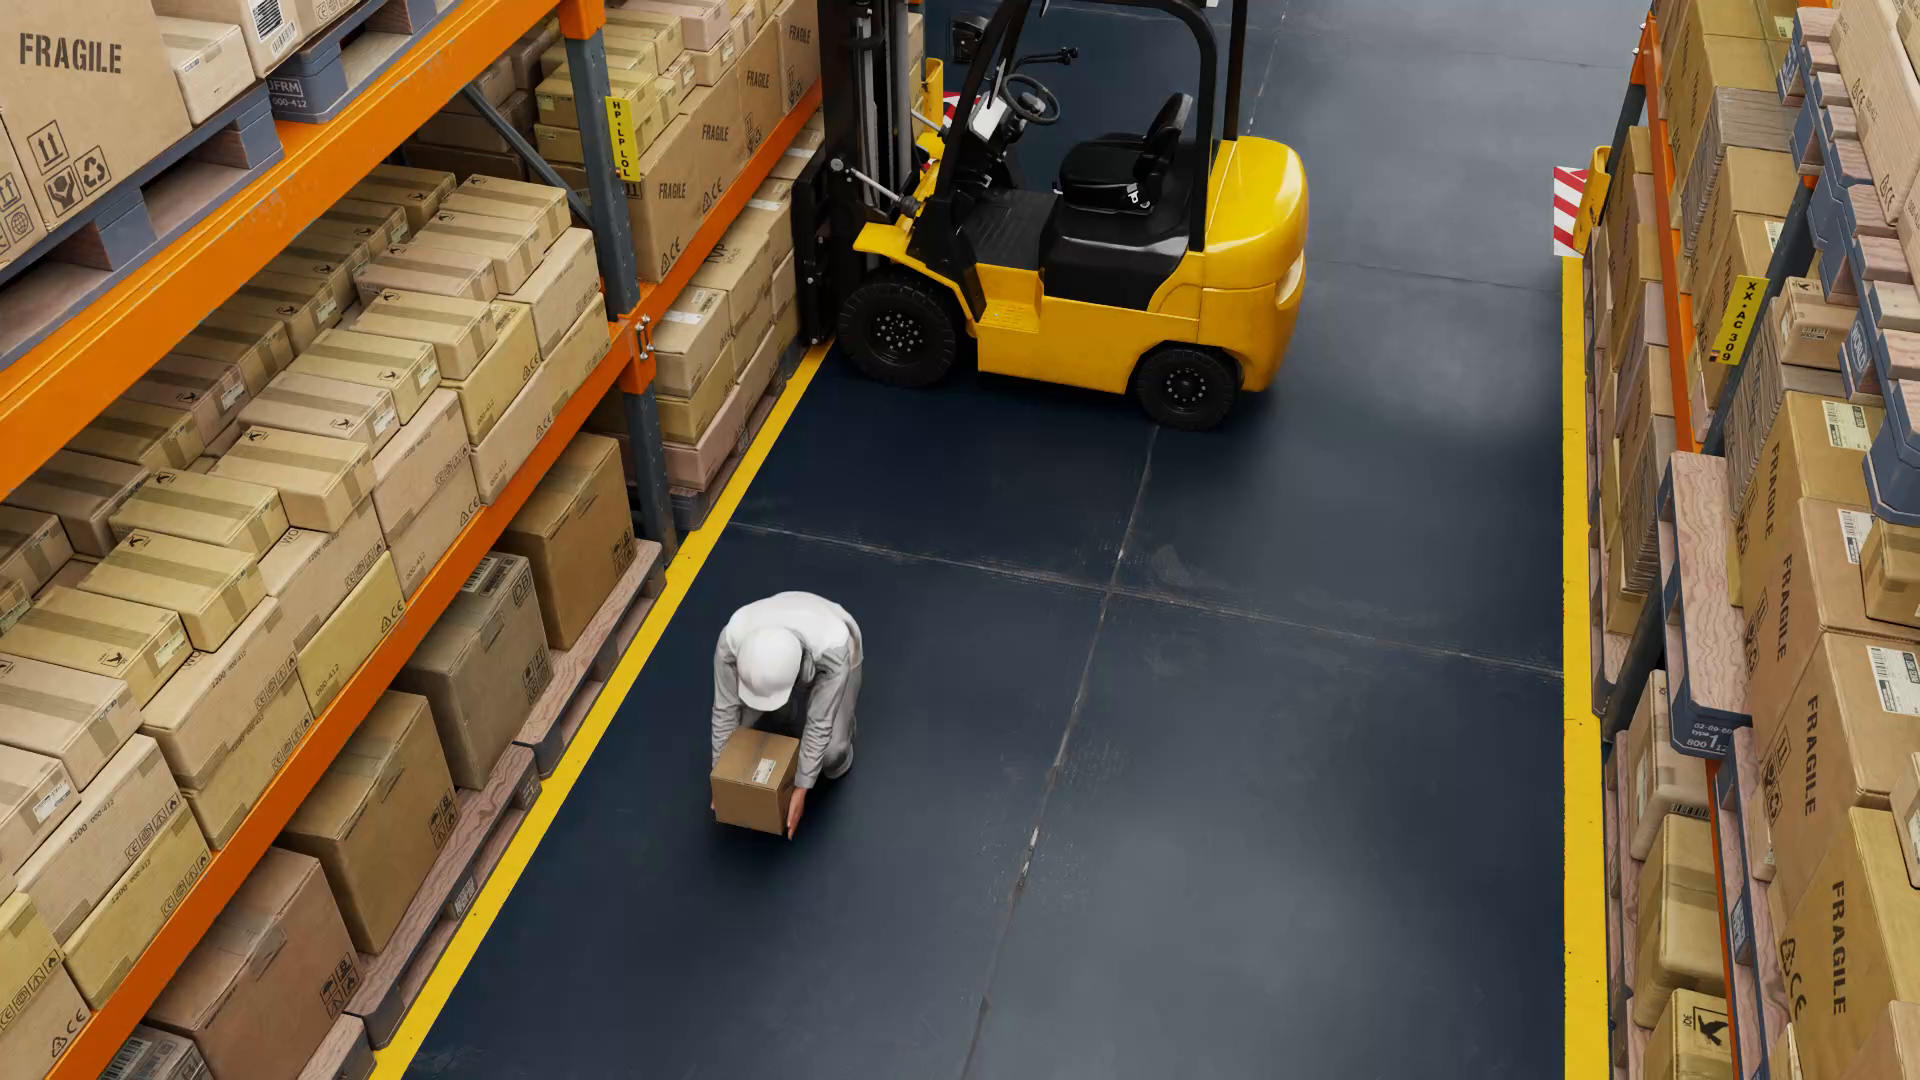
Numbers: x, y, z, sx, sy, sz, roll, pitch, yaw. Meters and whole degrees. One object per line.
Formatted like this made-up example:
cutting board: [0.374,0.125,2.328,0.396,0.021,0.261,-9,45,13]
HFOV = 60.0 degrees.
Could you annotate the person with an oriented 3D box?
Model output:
person: [-0.636,0.525,6.124,0.527,1.009,0.877,10,42,11]
